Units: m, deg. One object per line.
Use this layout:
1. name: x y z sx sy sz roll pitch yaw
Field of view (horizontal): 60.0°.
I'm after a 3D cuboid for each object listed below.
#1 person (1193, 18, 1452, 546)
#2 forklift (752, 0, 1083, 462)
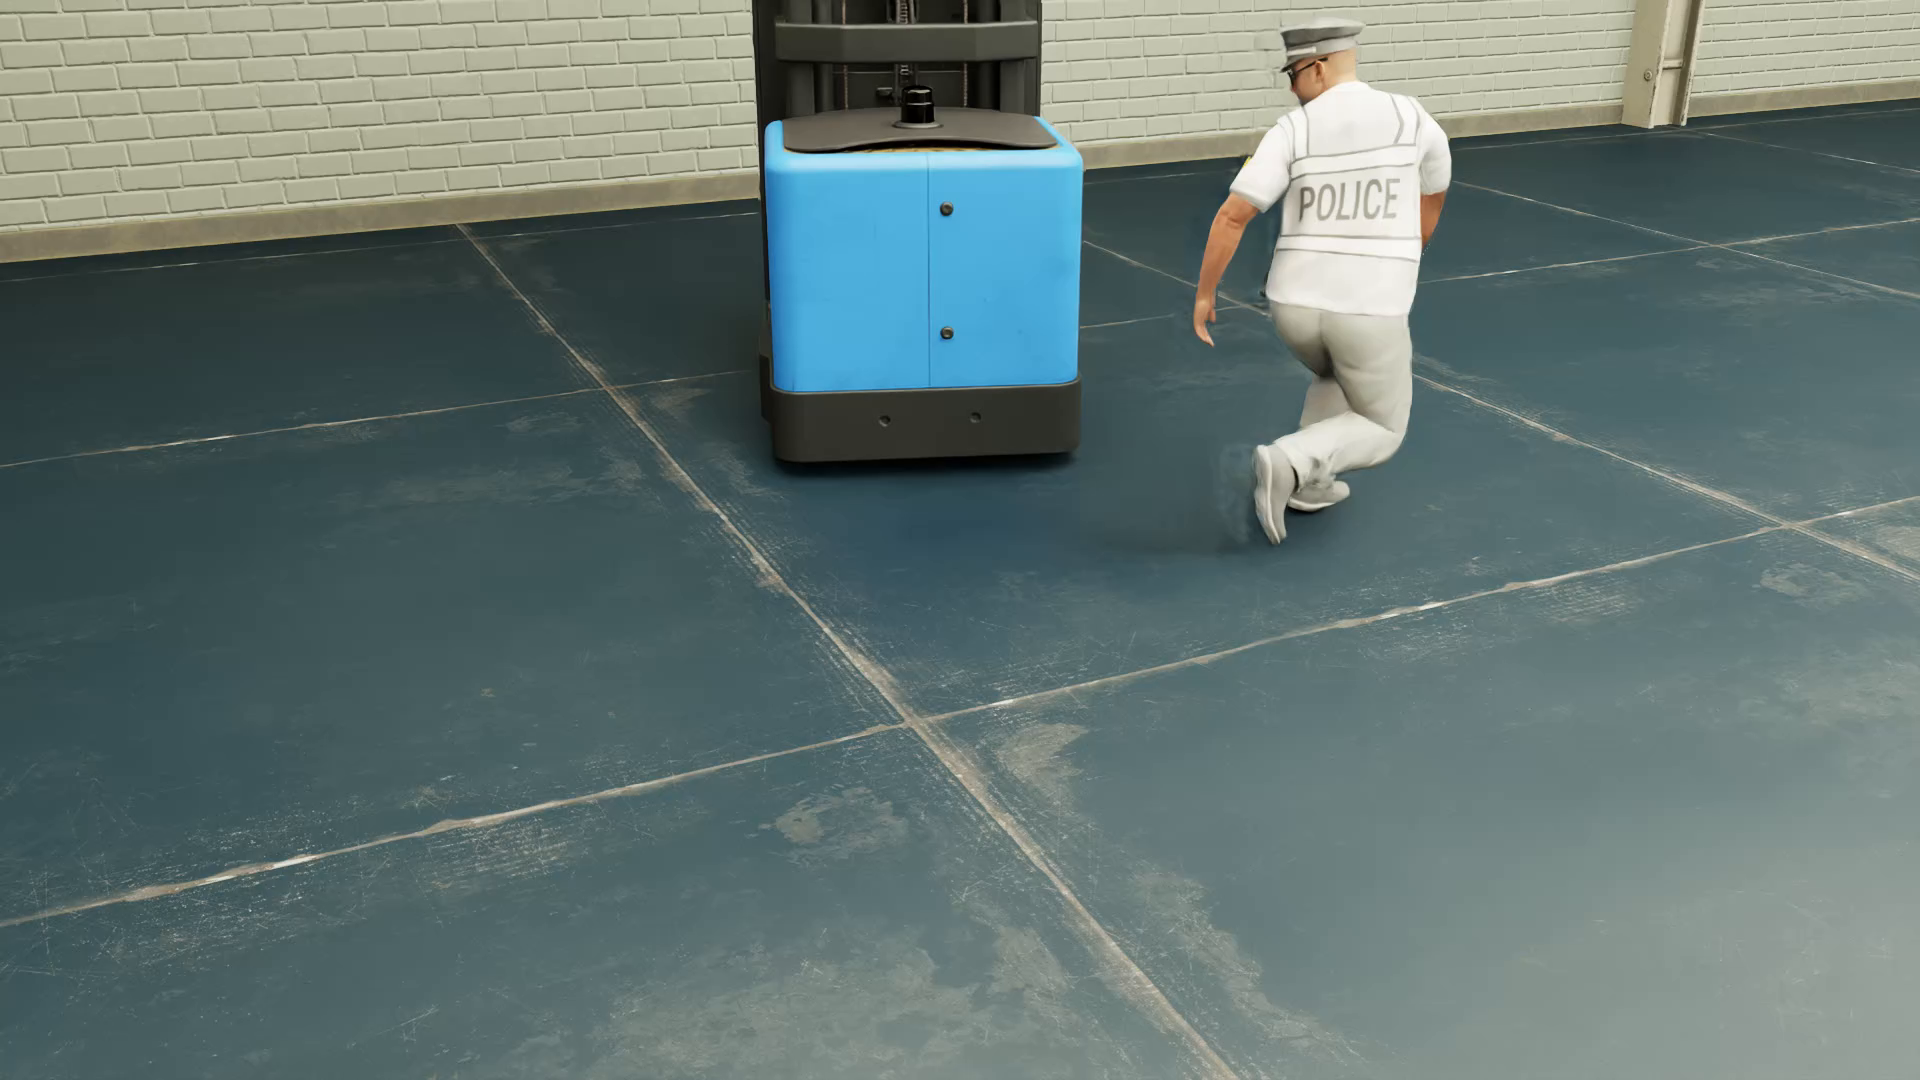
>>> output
1. person: 1.071 -0.776 5.051 0.654 1.531 0.830 12 26 27
2. forklift: -0.262 -2.140 6.438 1.130 2.935 3.031 -2 23 -6
